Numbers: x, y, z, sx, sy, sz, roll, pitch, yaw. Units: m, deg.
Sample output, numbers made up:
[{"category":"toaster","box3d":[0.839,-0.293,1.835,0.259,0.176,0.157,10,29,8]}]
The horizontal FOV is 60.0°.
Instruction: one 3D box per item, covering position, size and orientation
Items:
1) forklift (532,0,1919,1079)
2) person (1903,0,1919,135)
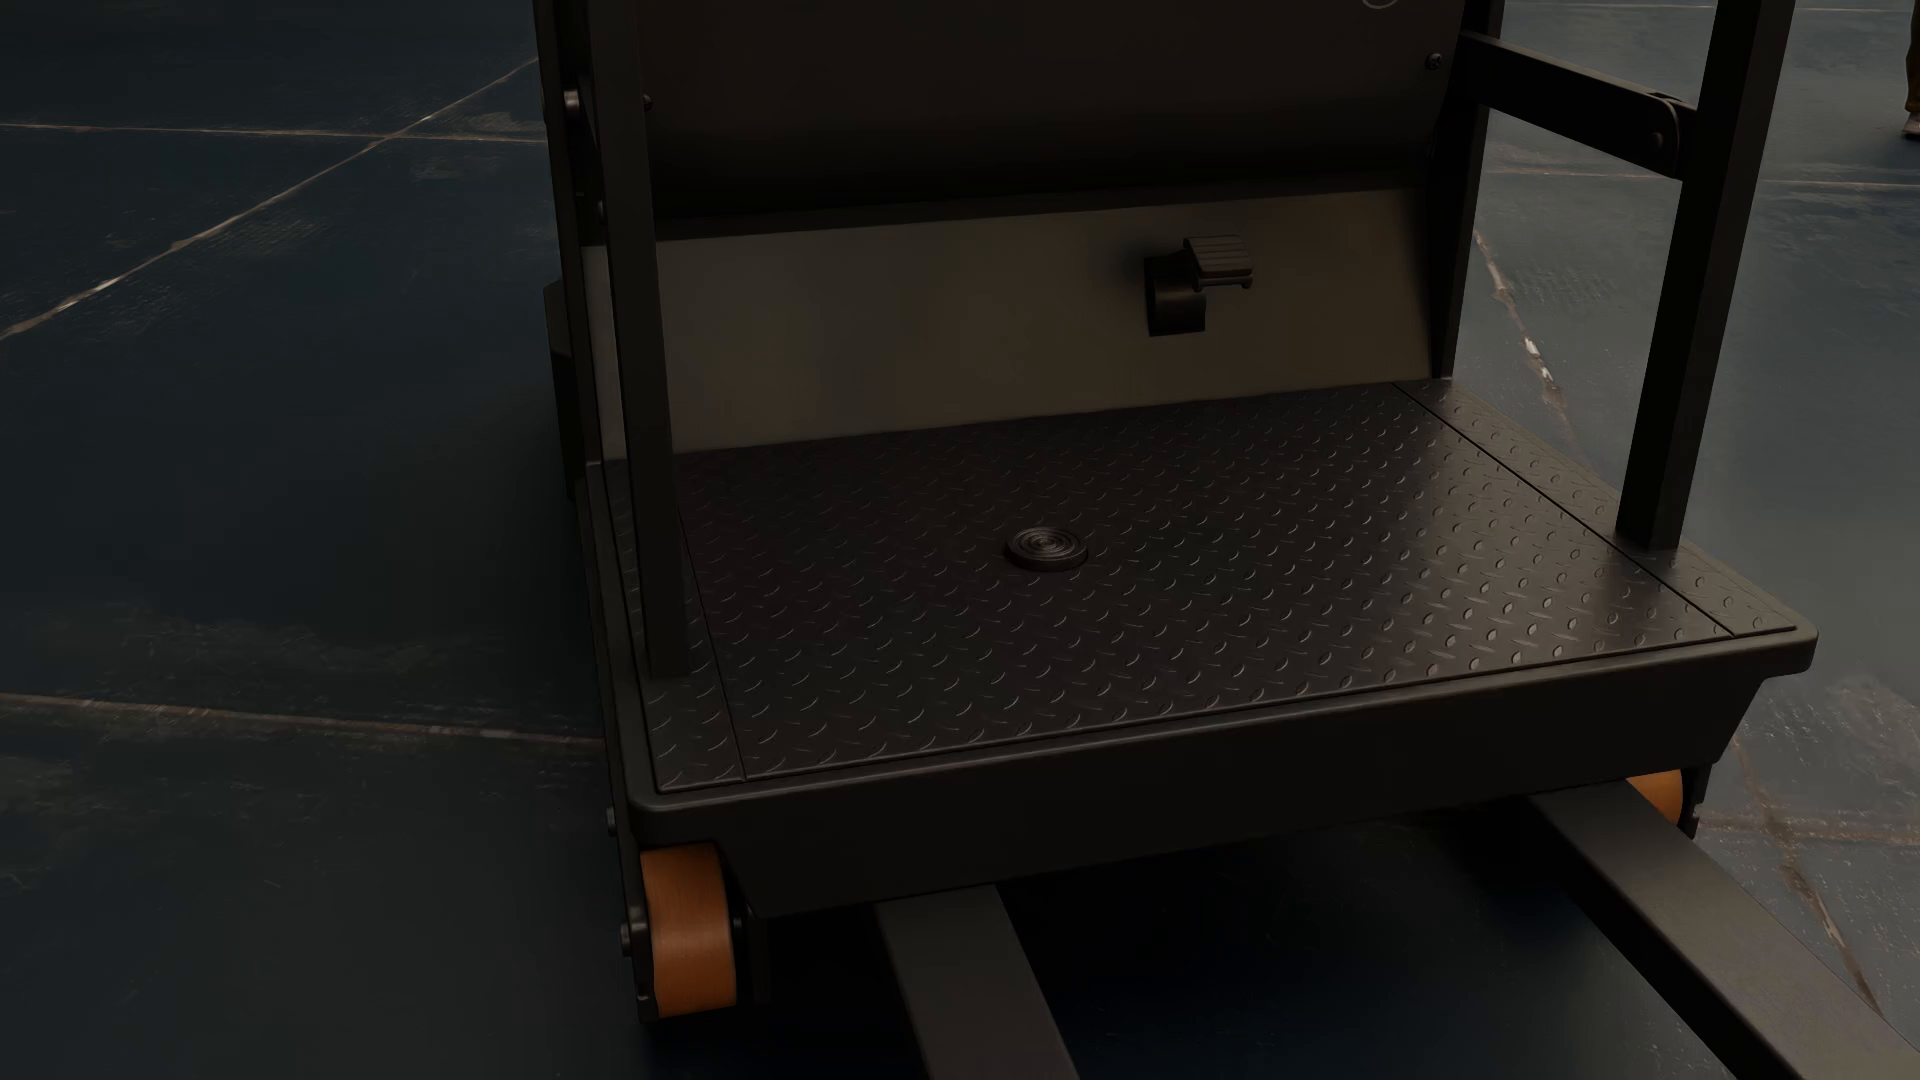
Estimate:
[{"category":"forklift","box3d":[0.153,-1.049,1.319,1.130,2.935,3.031,-7,27,-13]},{"category":"person","box3d":[2.910,-2.006,4.515,0.581,1.777,0.694,-19,32,-33]}]
